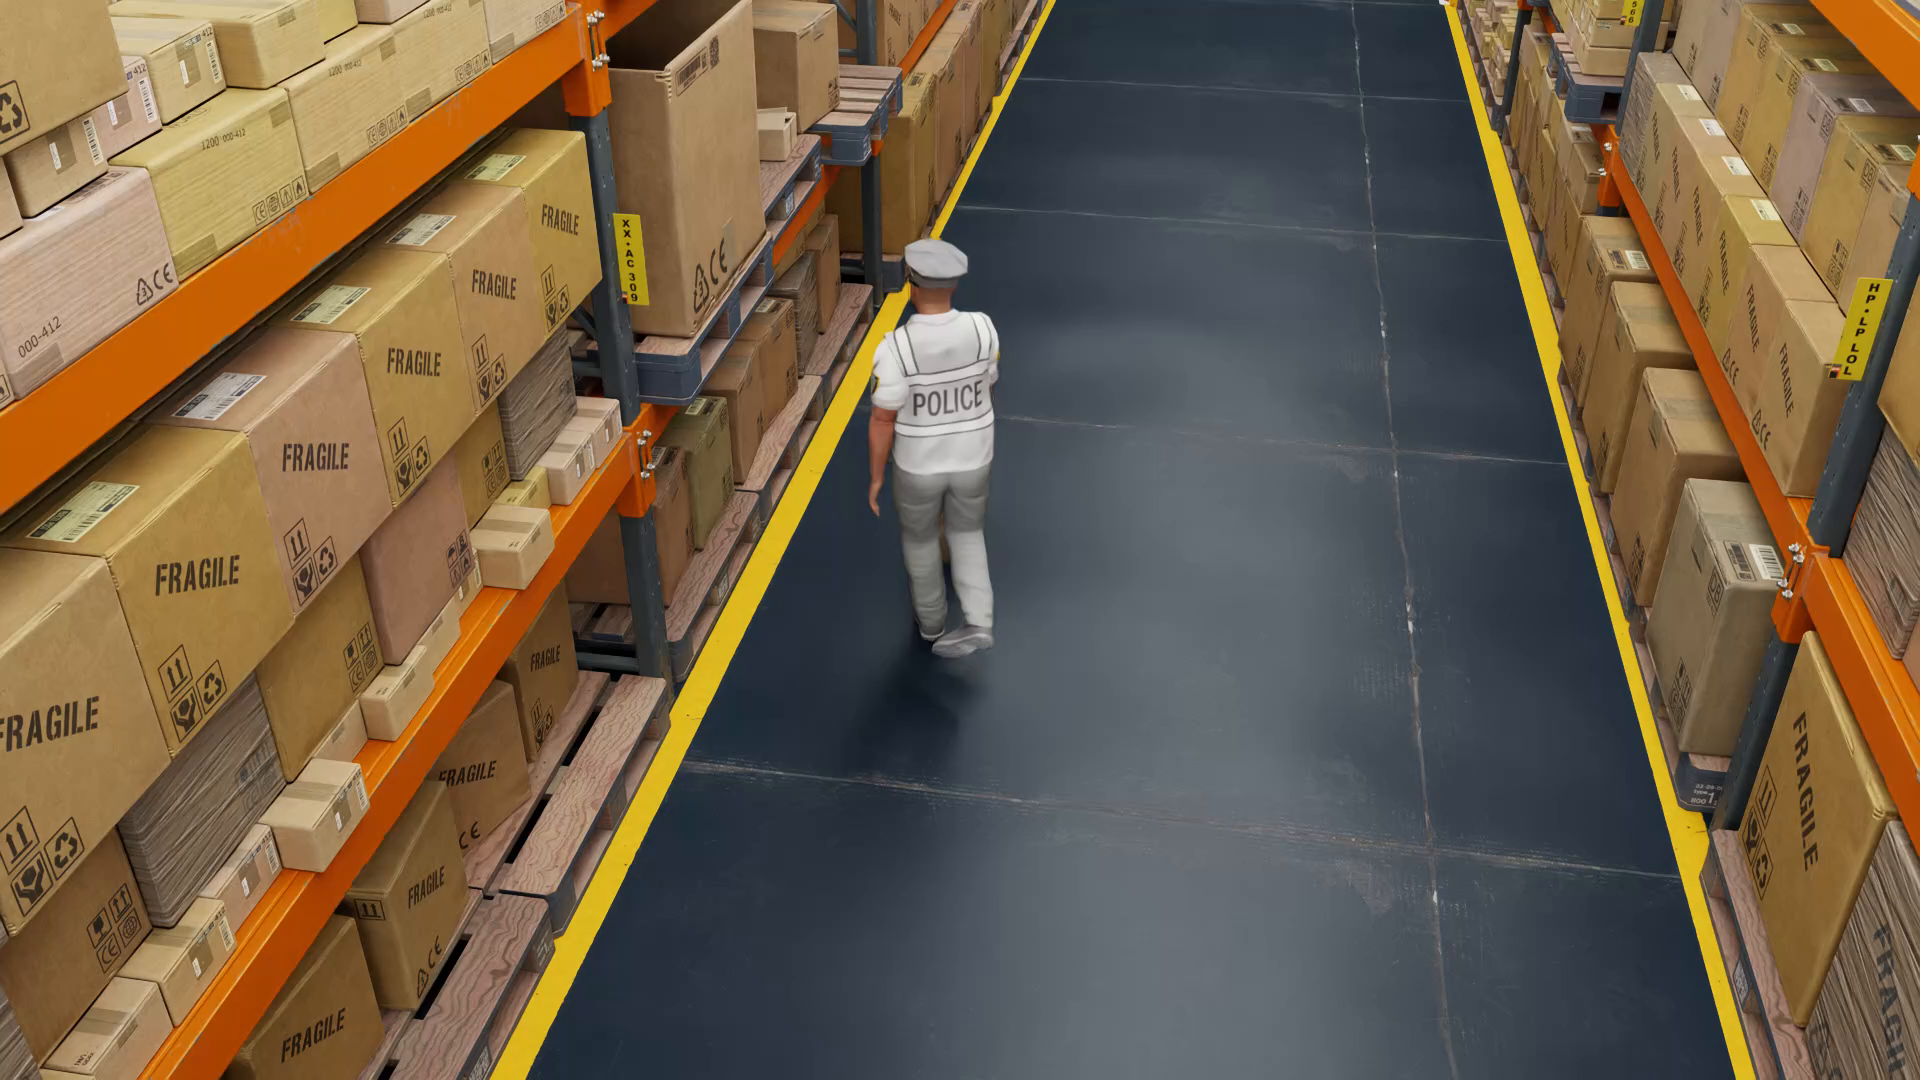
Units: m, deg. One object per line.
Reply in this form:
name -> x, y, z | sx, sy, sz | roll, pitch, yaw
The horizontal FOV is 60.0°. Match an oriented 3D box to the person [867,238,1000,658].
person -> -0.098, -0.301, 6.592 | 0.562, 1.754, 0.657 | -9, 33, -14
